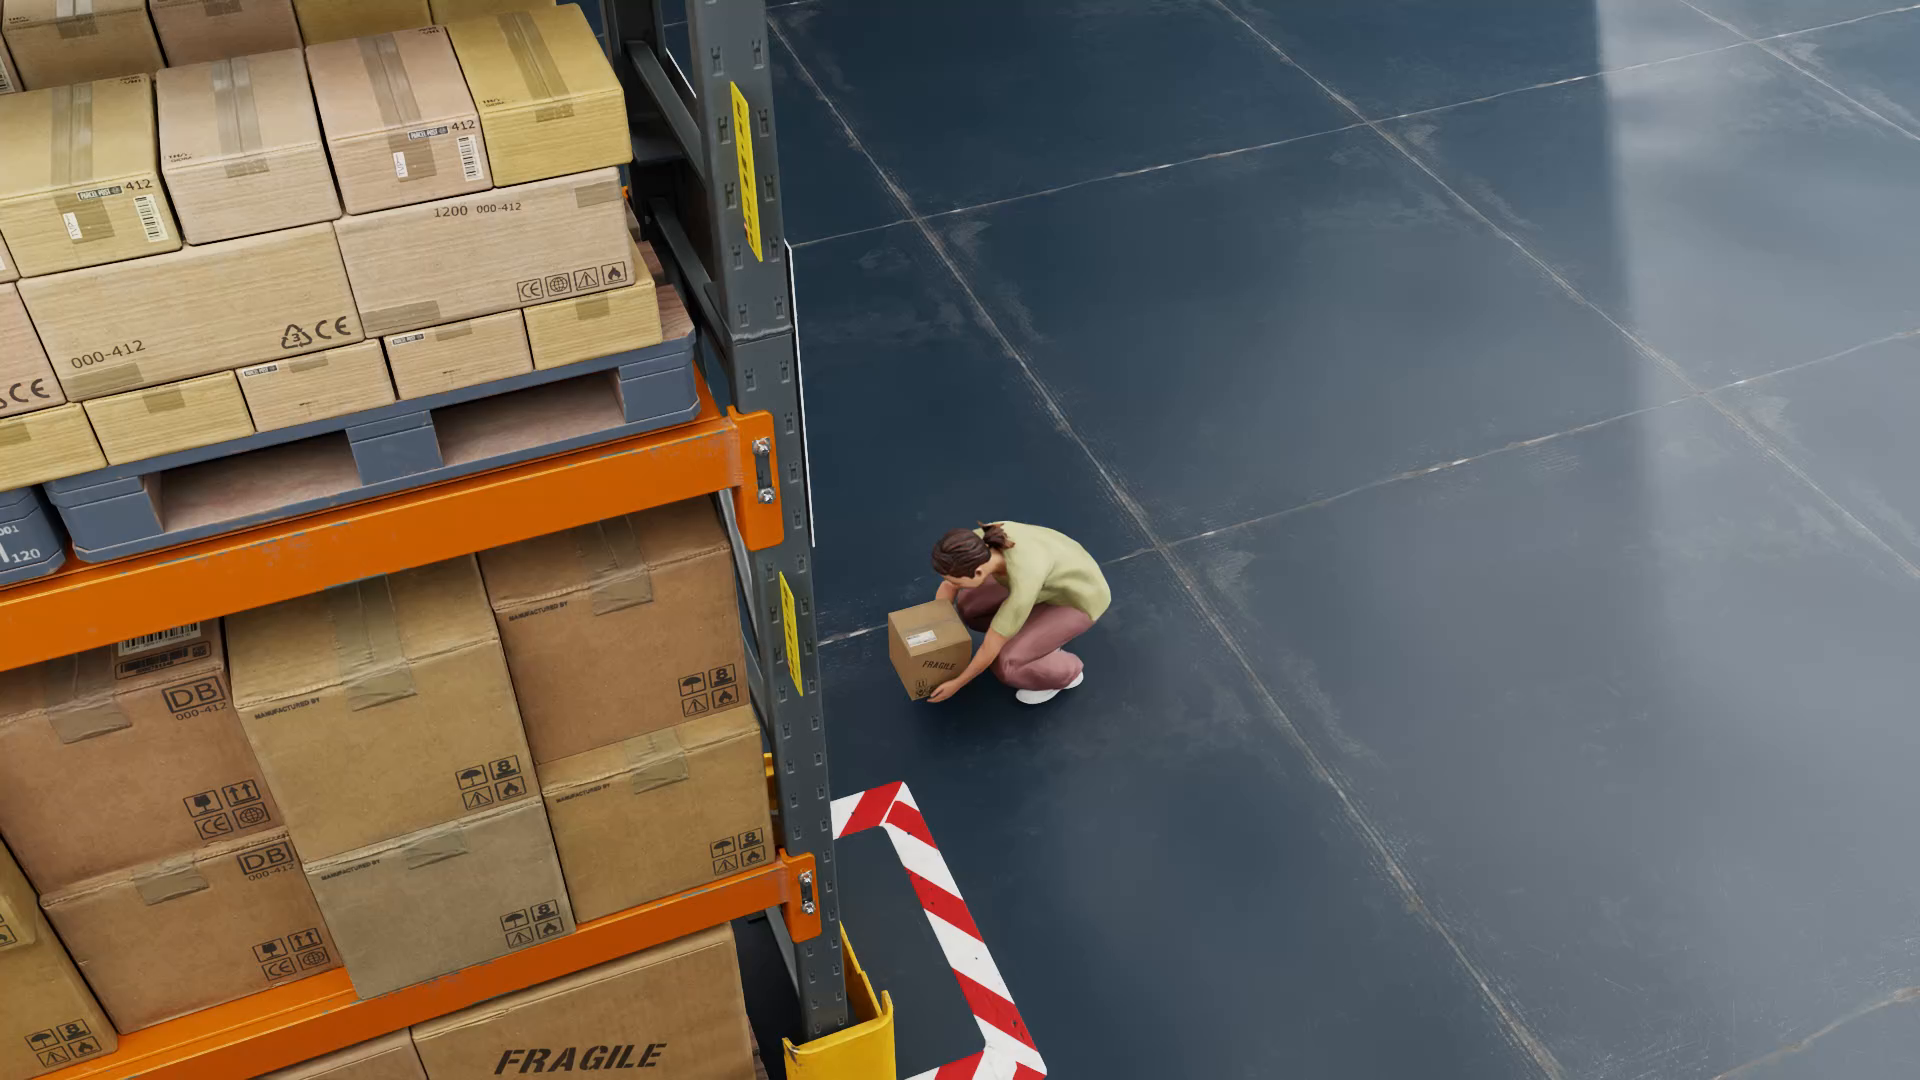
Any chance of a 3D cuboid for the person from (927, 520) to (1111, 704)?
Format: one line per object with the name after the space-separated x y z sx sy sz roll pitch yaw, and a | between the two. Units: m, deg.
0.199 0.238 6.458 0.807 0.929 0.494 -15 44 -16 | person
